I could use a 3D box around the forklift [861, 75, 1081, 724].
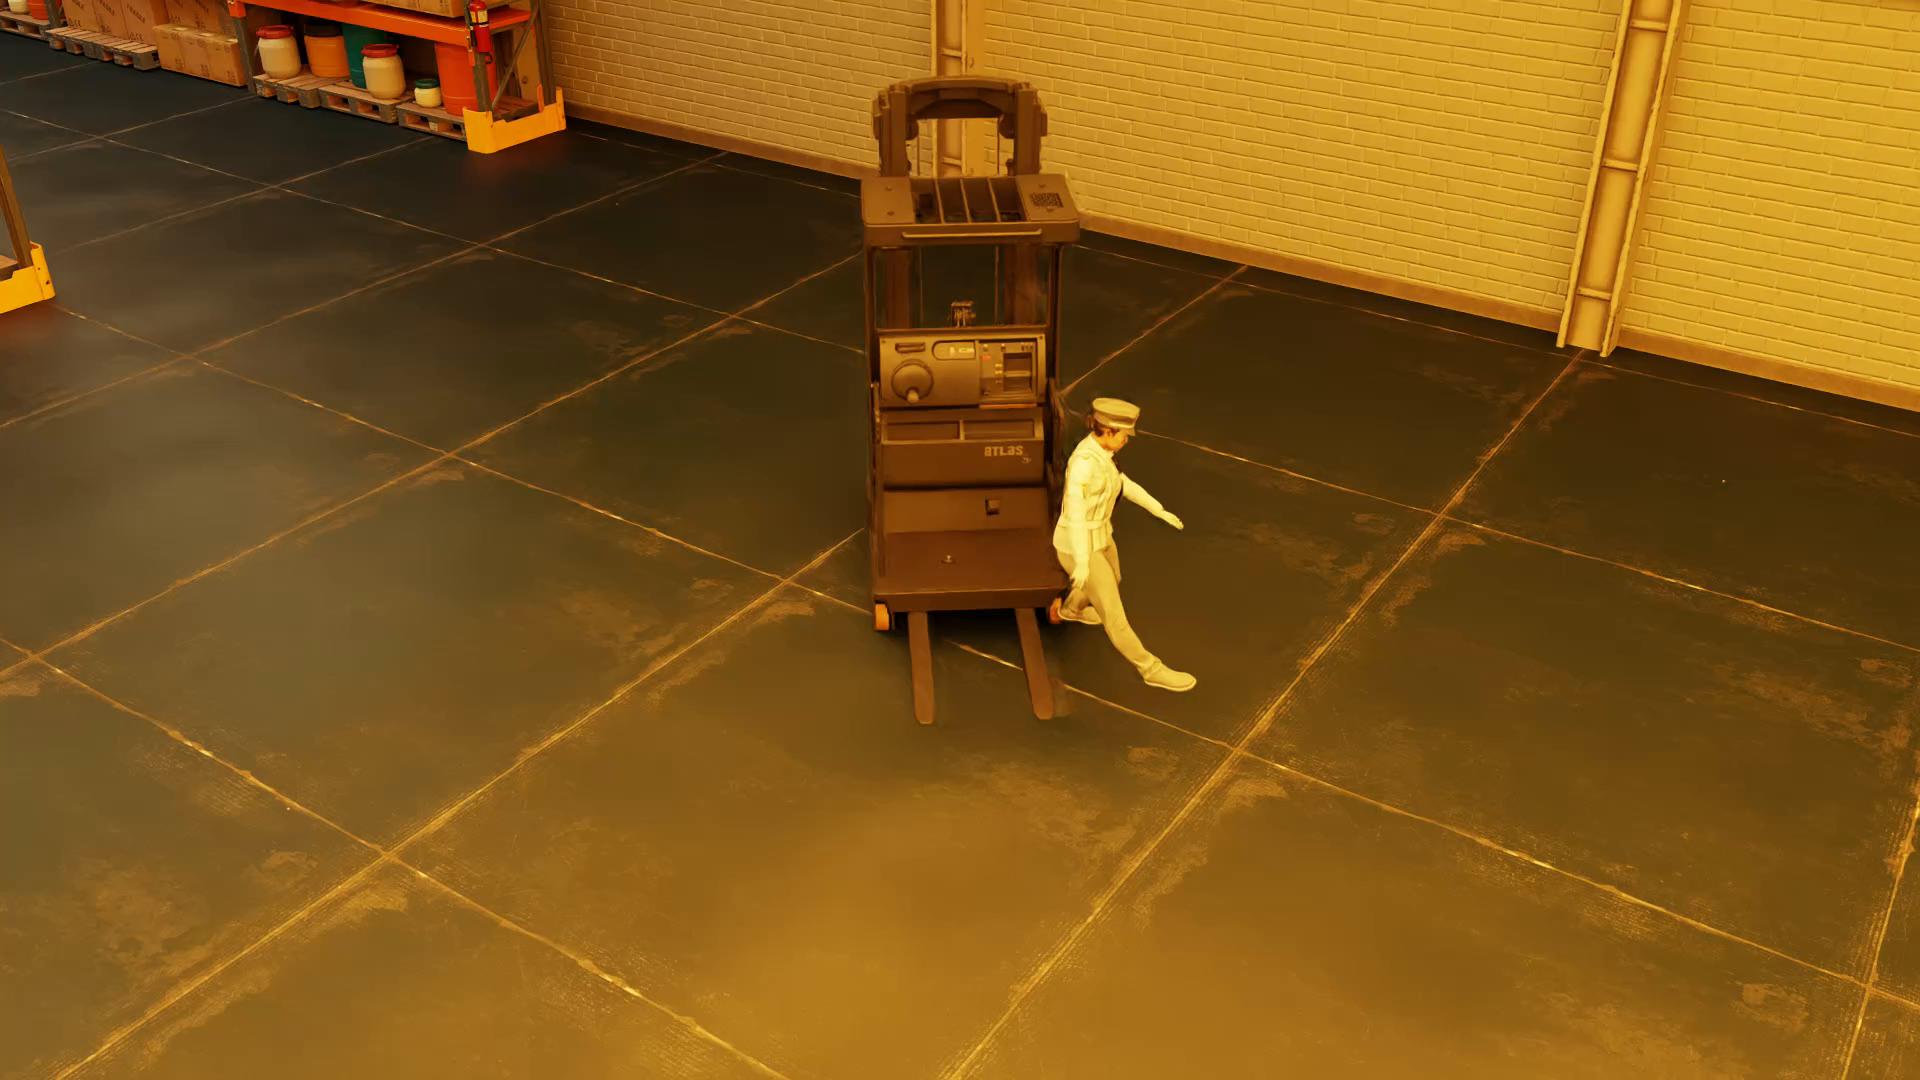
[{"bbox_3d":[0.033,-0.912,9.151,1.130,2.935,3.031,-2,30,-3],"label":"forklift"}]

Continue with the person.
[{"bbox_3d":[0.895,-0.001,8.786,0.900,1.548,0.822,10,32,16],"label":"person"}]
